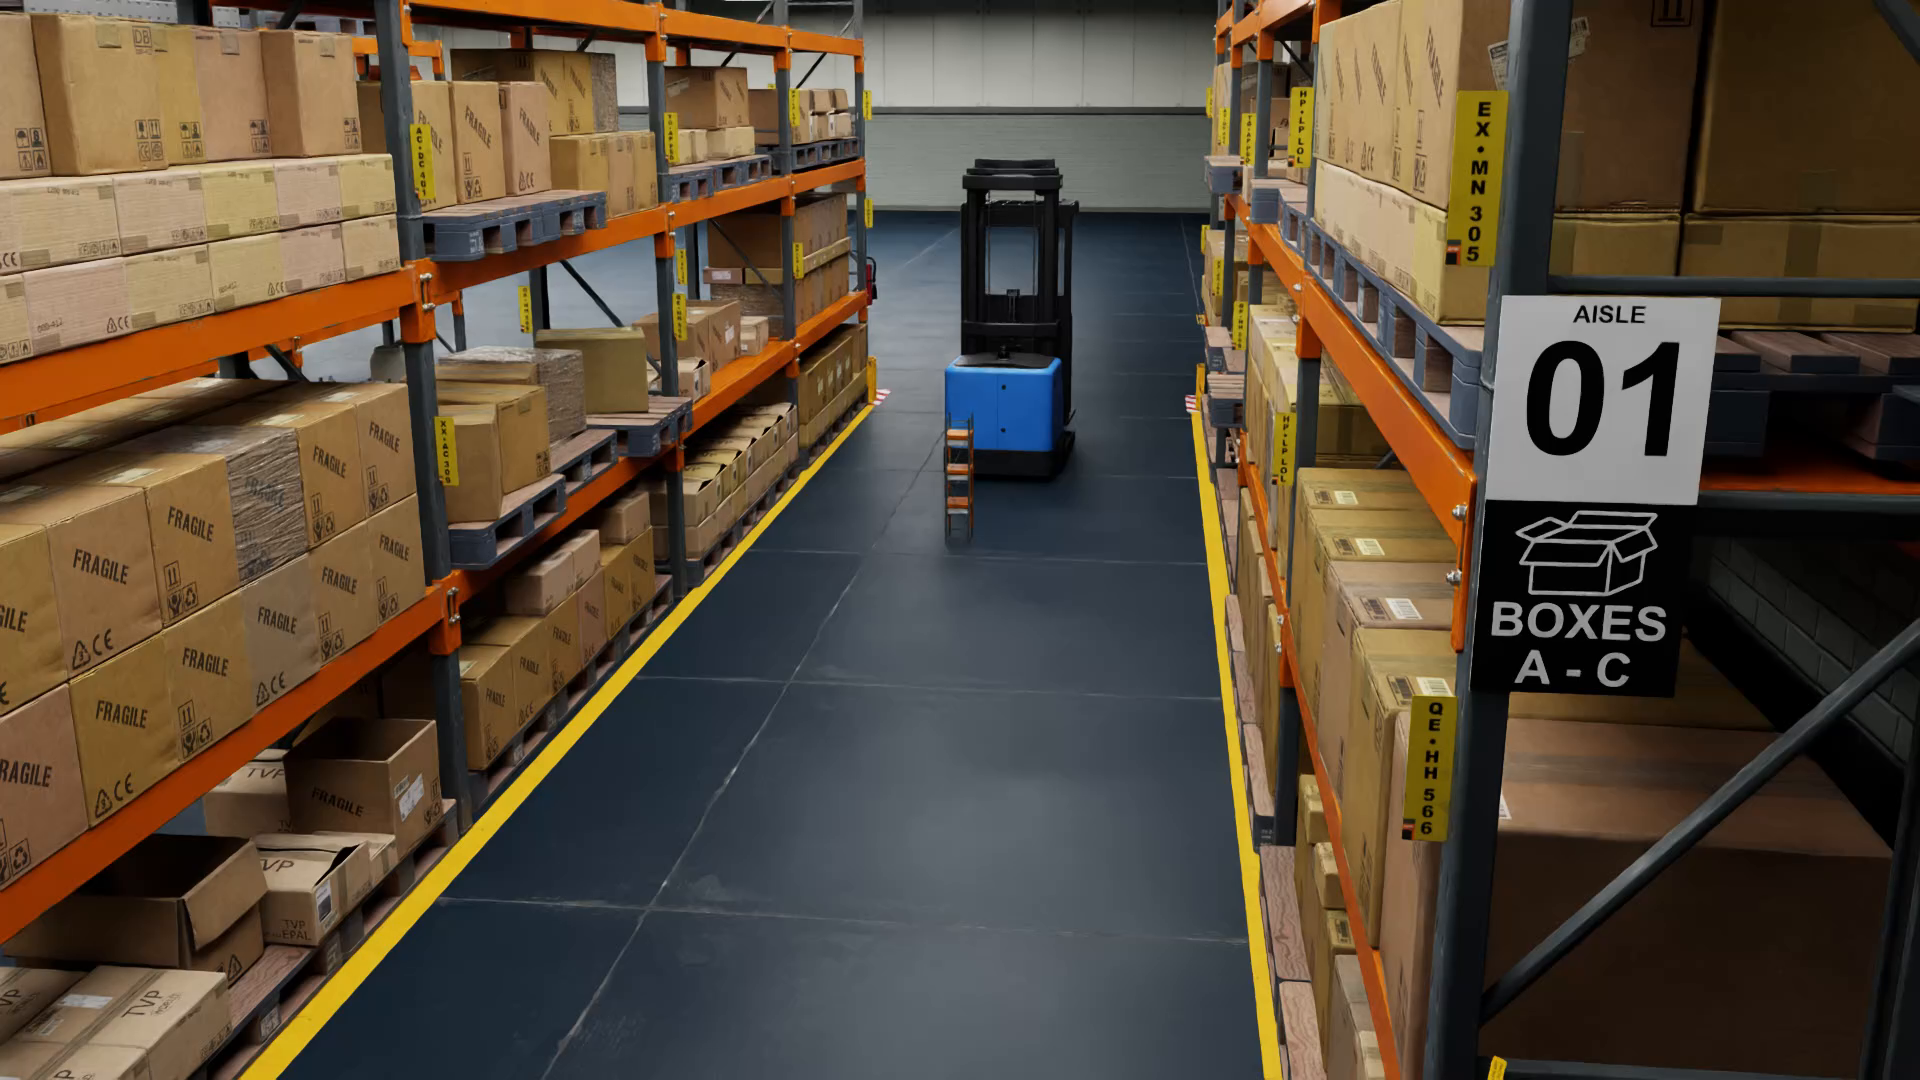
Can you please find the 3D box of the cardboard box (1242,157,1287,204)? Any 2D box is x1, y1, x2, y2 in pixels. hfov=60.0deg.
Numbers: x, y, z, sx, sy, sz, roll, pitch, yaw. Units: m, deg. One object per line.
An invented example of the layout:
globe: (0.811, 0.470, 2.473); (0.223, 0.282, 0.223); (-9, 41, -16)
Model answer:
cardboard box: (2.238, -2.513, 11.594); (0.500, 0.311, 0.500); (2, 15, 6)

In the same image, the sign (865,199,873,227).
sign: (-1.057, -3.777, 19.212); (0.100, 0.325, 0.005); (2, 15, 6)

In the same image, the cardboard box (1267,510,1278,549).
cardboard box: (1.781, -0.053, 8.554); (0.380, 0.149, 0.250); (2, 15, 6)

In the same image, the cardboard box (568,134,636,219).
cardboard box: (-2.571, -2.298, 10.477); (0.910, 0.500, 0.500); (2, 15, 6)

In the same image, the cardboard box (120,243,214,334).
cardboard box: (-2.916, -0.864, 5.651); (0.500, 0.250, 0.500); (2, 15, 6)

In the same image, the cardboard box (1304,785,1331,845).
cardboard box: (1.567, 1.099, 6.592); (0.380, 0.149, 0.250); (2, 15, 8)

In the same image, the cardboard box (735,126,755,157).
cardboard box: (-2.125, -3.505, 14.613); (0.500, 0.250, 0.500); (3, 15, 12)

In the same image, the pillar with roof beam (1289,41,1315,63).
pillar with roof beam: (0.507, -7.350, 23.606); (9.100, 9.000, 0.400); (2, 15, 6)

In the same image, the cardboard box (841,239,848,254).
cardboard box: (-1.477, -3.312, 18.730); (0.380, 0.149, 0.250); (2, 15, 8)

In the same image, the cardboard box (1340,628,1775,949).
cardboard box: (1.641, 0.705, 4.734); (0.980, 0.700, 0.700); (2, 15, 6)

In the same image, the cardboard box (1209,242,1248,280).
cardboard box: (2.798, -2.767, 16.960); (0.500, 0.500, 0.500); (2, 15, 8)

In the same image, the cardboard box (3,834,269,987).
cardboard box: (-3.156, 1.469, 6.422); (0.797, 0.503, 0.637); (2, 15, 6)

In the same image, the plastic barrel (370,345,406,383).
plastic barrel: (-6.571, -1.969, 19.159); (0.421, 0.512, 0.421); (0, 15, 0)

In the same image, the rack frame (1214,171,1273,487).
rack frame: (2.876, -1.941, 15.094); (1.000, 3.000, 0.127); (2, 15, 6)

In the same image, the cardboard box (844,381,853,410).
cardboard box: (-1.461, -1.591, 18.263); (0.500, 0.250, 0.500); (2, 15, 6)

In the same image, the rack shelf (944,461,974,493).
rack shelf: (-0.006, -0.483, 13.476); (0.215, 0.259, 0.240); (2, 15, 6)

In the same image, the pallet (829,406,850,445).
pallet: (-1.780, -1.262, 17.925); (1.003, 0.211, 1.213); (2, 15, 6)

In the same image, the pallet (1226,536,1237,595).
pallet: (2.514, 0.240, 12.370); (1.003, 0.211, 1.213); (2, 15, 6)

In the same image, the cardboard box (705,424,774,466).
cardboard box: (-1.918, -0.854, 14.463); (0.500, 0.311, 0.500); (2, 15, 6)

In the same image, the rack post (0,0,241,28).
rack post: (-7.104, -4.712, 13.465); (1.013, 1.000, 3.121); (2, 15, 6)

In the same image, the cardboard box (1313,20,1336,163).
cardboard box: (1.614, -1.678, 6.229); (0.500, 0.500, 0.500); (2, 15, 6)

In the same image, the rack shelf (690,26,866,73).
rack shelf: (-1.821, -4.960, 16.911); (1.077, 0.370, 4.000); (2, 15, 6)

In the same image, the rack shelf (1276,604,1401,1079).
rack shelf: (1.748, 1.000, 5.596); (1.077, 0.370, 4.000); (2, 15, 6)

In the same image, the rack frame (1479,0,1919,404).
rack frame: (1.522, -1.725, 2.801); (1.000, 3.000, 0.127); (2, 15, 6)

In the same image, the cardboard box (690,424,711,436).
cardboard box: (-2.459, -0.868, 14.515); (0.500, 0.311, 0.500); (1, 15, 4)

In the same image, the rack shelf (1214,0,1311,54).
rack shelf: (3.102, -5.007, 16.323); (1.077, 0.370, 4.000); (2, 15, 6)

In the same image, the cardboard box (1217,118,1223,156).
cardboard box: (2.782, -3.861, 16.217); (0.500, 0.500, 0.500); (1, 15, 4)

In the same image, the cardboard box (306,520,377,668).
cardboard box: (-2.807, 0.212, 6.941); (0.500, 0.500, 0.500); (2, 15, 8)

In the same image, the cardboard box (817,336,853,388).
cardboard box: (-1.458, -1.953, 18.165); (0.500, 0.500, 0.500); (2, 15, 6)

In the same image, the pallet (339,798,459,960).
pallet: (-3.028, 1.513, 7.662); (1.003, 0.211, 1.213); (2, 15, 6)

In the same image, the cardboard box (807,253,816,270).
cardboard box: (-1.682, -2.846, 17.005); (0.380, 0.149, 0.250); (1, 15, 5)

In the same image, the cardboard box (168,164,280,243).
cardboard box: (-2.853, -1.235, 6.065); (0.500, 0.250, 0.500); (2, 15, 6)

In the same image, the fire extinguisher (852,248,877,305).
fire extinguisher: (-1.120, -3.103, 19.539); (0.296, 0.674, 0.183); (2, 15, 6)

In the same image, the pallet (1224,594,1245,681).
pallet: (2.261, 0.645, 10.873); (1.003, 0.211, 1.213); (2, 15, 6)

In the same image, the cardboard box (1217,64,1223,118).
cardboard box: (2.763, -4.346, 16.095); (0.500, 0.500, 0.500); (1, 15, 4)

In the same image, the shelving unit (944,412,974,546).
shelving unit: (-0.006, -0.493, 13.474); (0.215, 1.050, 0.252); (2, 15, 6)

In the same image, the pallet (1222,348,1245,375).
pallet: (2.607, -1.326, 13.185); (1.003, 0.211, 1.213); (2, 15, 6)

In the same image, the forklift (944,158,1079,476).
forklift: (0.597, -2.350, 16.736); (1.130, 2.935, 3.031); (2, 15, 9)

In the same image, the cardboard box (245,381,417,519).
cardboard box: (-2.749, -0.403, 7.300); (0.500, 0.500, 0.500); (2, 15, 7)

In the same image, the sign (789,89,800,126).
sign: (-1.506, -3.922, 15.080); (0.100, 0.325, 0.005); (2, 15, 6)

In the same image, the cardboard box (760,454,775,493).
cardboard box: (-1.921, -0.581, 14.529); (0.500, 0.250, 0.500); (2, 15, 8)

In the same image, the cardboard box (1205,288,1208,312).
cardboard box: (2.849, -2.531, 17.526); (0.500, 0.250, 0.500); (1, 15, 5)

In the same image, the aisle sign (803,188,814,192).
aisle sign: (-1.892, -4.404, 19.223); (0.394, 0.787, 0.004); (2, 15, 6)

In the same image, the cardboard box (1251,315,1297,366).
cardboard box: (2.057, -1.217, 10.182); (0.500, 0.250, 0.500); (1, 15, 5)

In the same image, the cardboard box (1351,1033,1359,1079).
cardboard box: (1.558, 1.861, 5.017); (0.700, 0.500, 0.500); (2, 15, 6)

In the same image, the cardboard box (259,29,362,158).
cardboard box: (-2.966, -1.863, 6.951); (0.700, 0.500, 0.500); (2, 15, 6)

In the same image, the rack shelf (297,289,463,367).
rack shelf: (-6.742, -2.404, 18.185); (1.077, 0.370, 4.000); (2, 15, 6)

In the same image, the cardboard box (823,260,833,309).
cardboard box: (-1.777, -2.786, 18.027); (0.700, 0.500, 0.500); (2, 15, 7)

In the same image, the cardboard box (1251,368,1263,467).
cardboard box: (1.990, -0.722, 9.787); (0.500, 0.500, 0.500); (2, 15, 6)

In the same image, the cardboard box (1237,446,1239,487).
cardboard box: (2.810, -0.755, 14.655); (0.700, 0.500, 0.500); (2, 15, 8)

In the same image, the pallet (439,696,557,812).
pallet: (-2.895, 1.123, 9.105); (1.003, 0.211, 1.213); (2, 15, 6)

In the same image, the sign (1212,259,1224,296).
sign: (2.336, -2.373, 15.032); (0.100, 0.325, 0.005); (2, 15, 6)

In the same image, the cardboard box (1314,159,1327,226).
cardboard box: (1.633, -1.321, 6.346); (0.500, 0.250, 0.500); (2, 15, 6)

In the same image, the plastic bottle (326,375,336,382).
plastic bottle: (-7.031, -1.704, 18.603); (0.097, 0.271, 0.097); (0, 15, 0)

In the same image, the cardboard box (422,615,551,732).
cardboard box: (-2.603, 0.726, 9.175); (0.500, 0.500, 0.500); (2, 15, 7)

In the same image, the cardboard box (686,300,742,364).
cardboard box: (-2.209, -1.799, 14.376); (0.500, 0.500, 0.500); (3, 15, 10)

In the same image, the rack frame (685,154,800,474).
rack frame: (-2.046, -2.086, 15.630); (1.000, 3.000, 0.127); (2, 15, 6)

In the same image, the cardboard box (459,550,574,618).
cardboard box: (-2.540, 0.244, 9.524); (0.500, 0.250, 0.500); (2, 15, 6)

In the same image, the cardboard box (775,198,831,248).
cardboard box: (-1.776, -3.396, 17.798); (0.700, 0.500, 0.500); (2, 15, 6)
